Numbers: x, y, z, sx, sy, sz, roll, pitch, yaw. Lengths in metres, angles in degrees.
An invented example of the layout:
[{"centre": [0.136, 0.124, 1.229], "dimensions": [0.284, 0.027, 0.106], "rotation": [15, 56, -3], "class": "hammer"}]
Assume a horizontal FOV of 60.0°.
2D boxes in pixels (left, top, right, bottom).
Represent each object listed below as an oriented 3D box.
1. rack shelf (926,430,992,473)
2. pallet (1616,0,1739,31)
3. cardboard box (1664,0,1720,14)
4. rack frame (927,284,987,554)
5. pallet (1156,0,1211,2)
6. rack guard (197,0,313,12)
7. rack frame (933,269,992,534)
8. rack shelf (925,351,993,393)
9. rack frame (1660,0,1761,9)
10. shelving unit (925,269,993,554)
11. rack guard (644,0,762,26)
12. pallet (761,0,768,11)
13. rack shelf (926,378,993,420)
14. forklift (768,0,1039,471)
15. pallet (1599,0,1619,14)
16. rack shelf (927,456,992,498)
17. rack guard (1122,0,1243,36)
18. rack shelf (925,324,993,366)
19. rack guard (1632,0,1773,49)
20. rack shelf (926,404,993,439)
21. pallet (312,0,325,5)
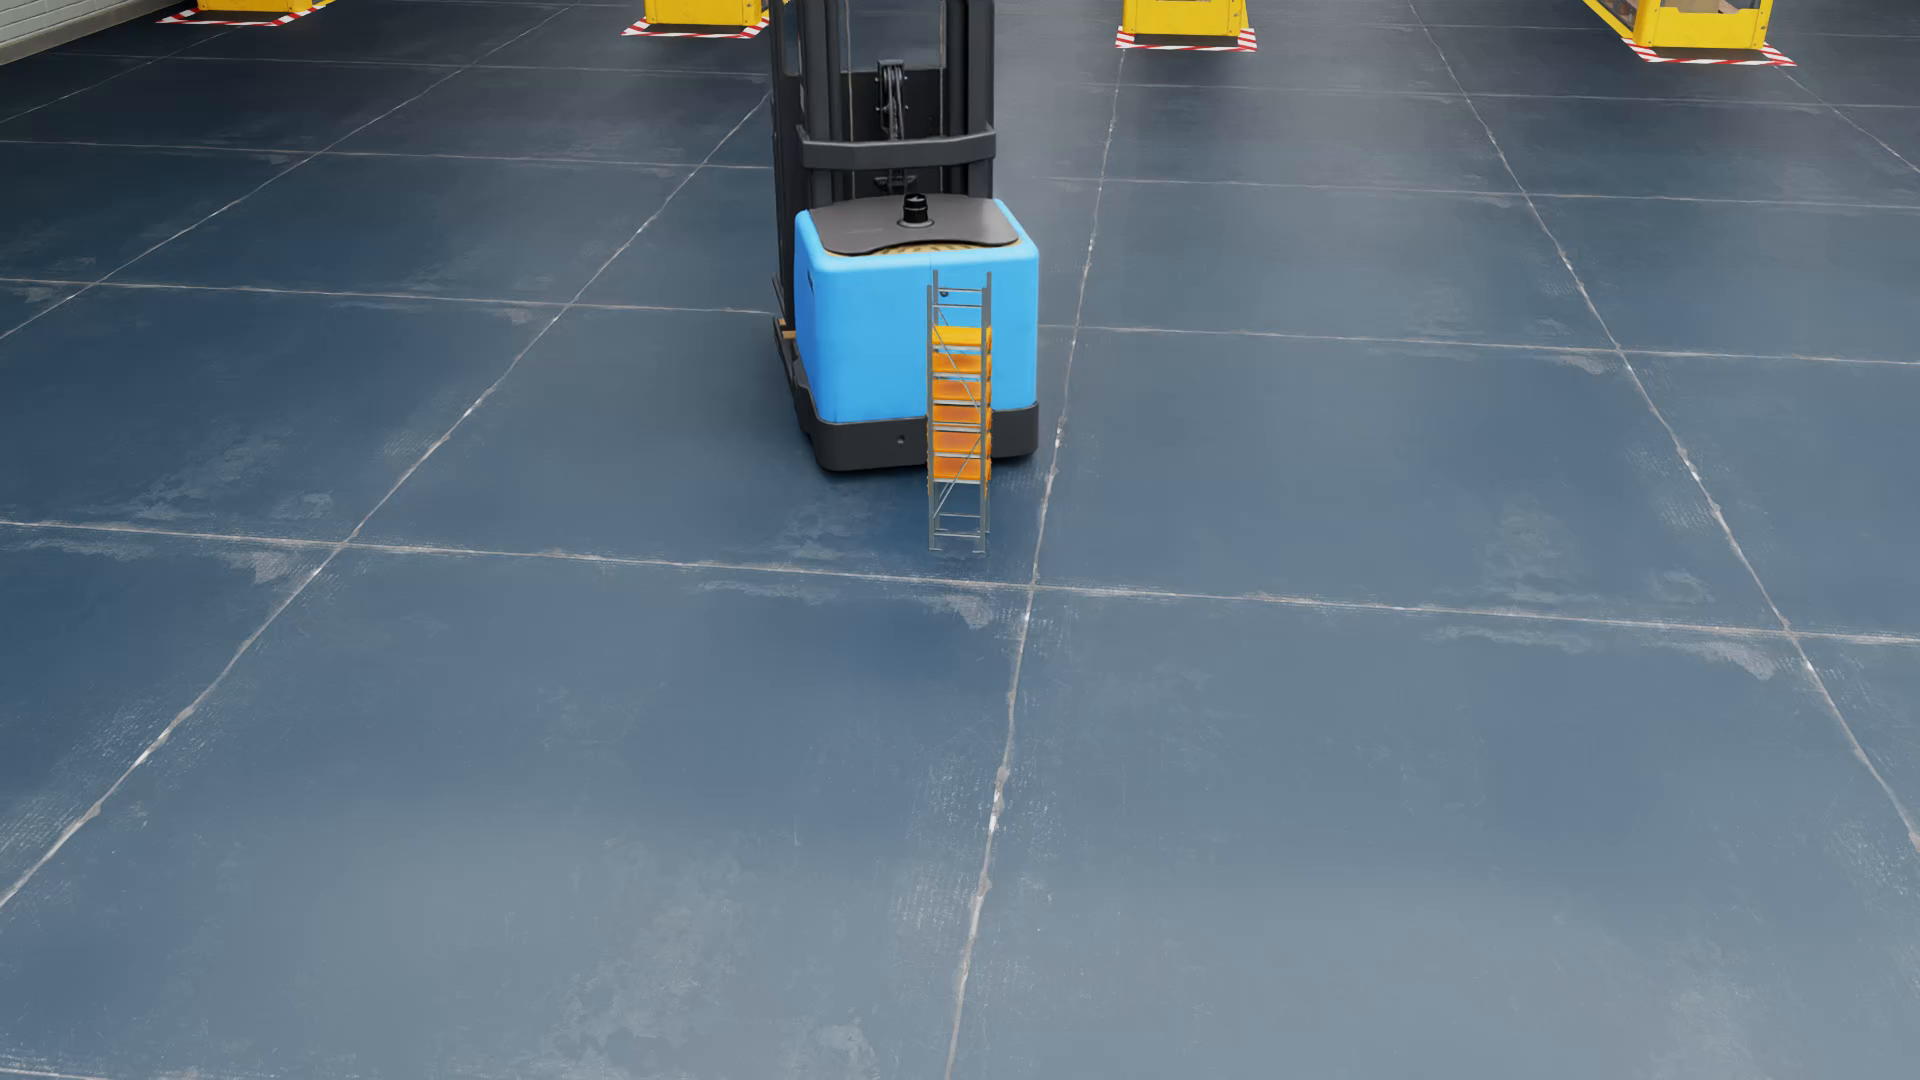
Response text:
[{"centre": [-0.002, -0.377, 7.031], "dimensions": [0.258, 0.103, 0.180], "rotation": [3, 28, 6], "class": "rack shelf"}, {"centre": [7.328, -5.316, 16.895], "dimensions": [1.003, 0.211, 1.213], "rotation": [3, 28, 6], "class": "pallet"}, {"centre": [7.277, -5.505, 16.498], "dimensions": [0.500, 0.500, 0.500], "rotation": [9, 30, 16], "class": "cardboard box"}, {"centre": [-0.013, -0.478, 6.873], "dimensions": [0.240, 1.200, 0.006], "rotation": [3, 28, 6], "class": "rack frame"}, {"centre": [2.336, -5.608, 17.438], "dimensions": [1.003, 0.211, 1.213], "rotation": [3, 28, 6], "class": "pallet"}, {"centre": [-7.555, -5.927, 17.724], "dimensions": [1.175, 0.500, 0.348], "rotation": [3, 28, 6], "class": "rack guard"}, {"centre": [0.009, -0.564, 7.033], "dimensions": [0.240, 1.200, 0.006], "rotation": [3, 28, 6], "class": "rack frame"}, {"centre": [-0.002, -0.694, 6.860], "dimensions": [0.258, 0.103, 0.180], "rotation": [3, 28, 6], "class": "rack shelf"}, {"centre": [7.184, -6.128, 15.461], "dimensions": [1.000, 3.000, 0.127], "rotation": [3, 28, 6], "class": "rack frame"}, {"centre": [-0.002, -0.521, 6.953], "dimensions": [0.258, 1.200, 0.189], "rotation": [3, 28, 6], "class": "shelving unit"}, {"centre": [-2.650, -5.593, 17.105], "dimensions": [1.175, 0.500, 0.348], "rotation": [3, 28, 6], "class": "rack guard"}, {"centre": [-2.595, -5.840, 17.867], "dimensions": [1.003, 0.211, 1.213], "rotation": [3, 28, 6], "class": "pallet"}, {"centre": [-0.002, -0.588, 6.917], "dimensions": [0.258, 0.103, 0.180], "rotation": [3, 28, 6], "class": "rack shelf"}, {"centre": [-0.422, -2.289, 8.408], "dimensions": [1.130, 2.935, 3.031], "rotation": [-5, 29, -10], "class": "forklift"}, {"centre": [7.480, -5.889, 17.958], "dimensions": [1.003, 0.211, 1.213], "rotation": [3, 28, 6], "class": "pallet"}, {"centre": [-0.002, -0.271, 7.088], "dimensions": [0.258, 0.103, 0.180], "rotation": [3, 28, 6], "class": "rack shelf"}, {"centre": [2.231, -5.354, 16.660], "dimensions": [1.175, 0.500, 0.348], "rotation": [3, 28, 6], "class": "rack guard"}, {"centre": [-0.002, -0.799, 6.803], "dimensions": [0.258, 0.103, 0.180], "rotation": [3, 28, 6], "class": "rack shelf"}, {"centre": [7.193, -5.063, 16.121], "dimensions": [1.175, 0.500, 0.348], "rotation": [3, 28, 6], "class": "rack guard"}, {"centre": [-0.002, -0.482, 6.974], "dimensions": [0.258, 0.103, 0.180], "rotation": [3, 28, 6], "class": "rack shelf"}, {"centre": [-7.420, -6.180, 18.498], "dimensions": [1.003, 0.211, 1.213], "rotation": [3, 28, 6], "class": "pallet"}]
